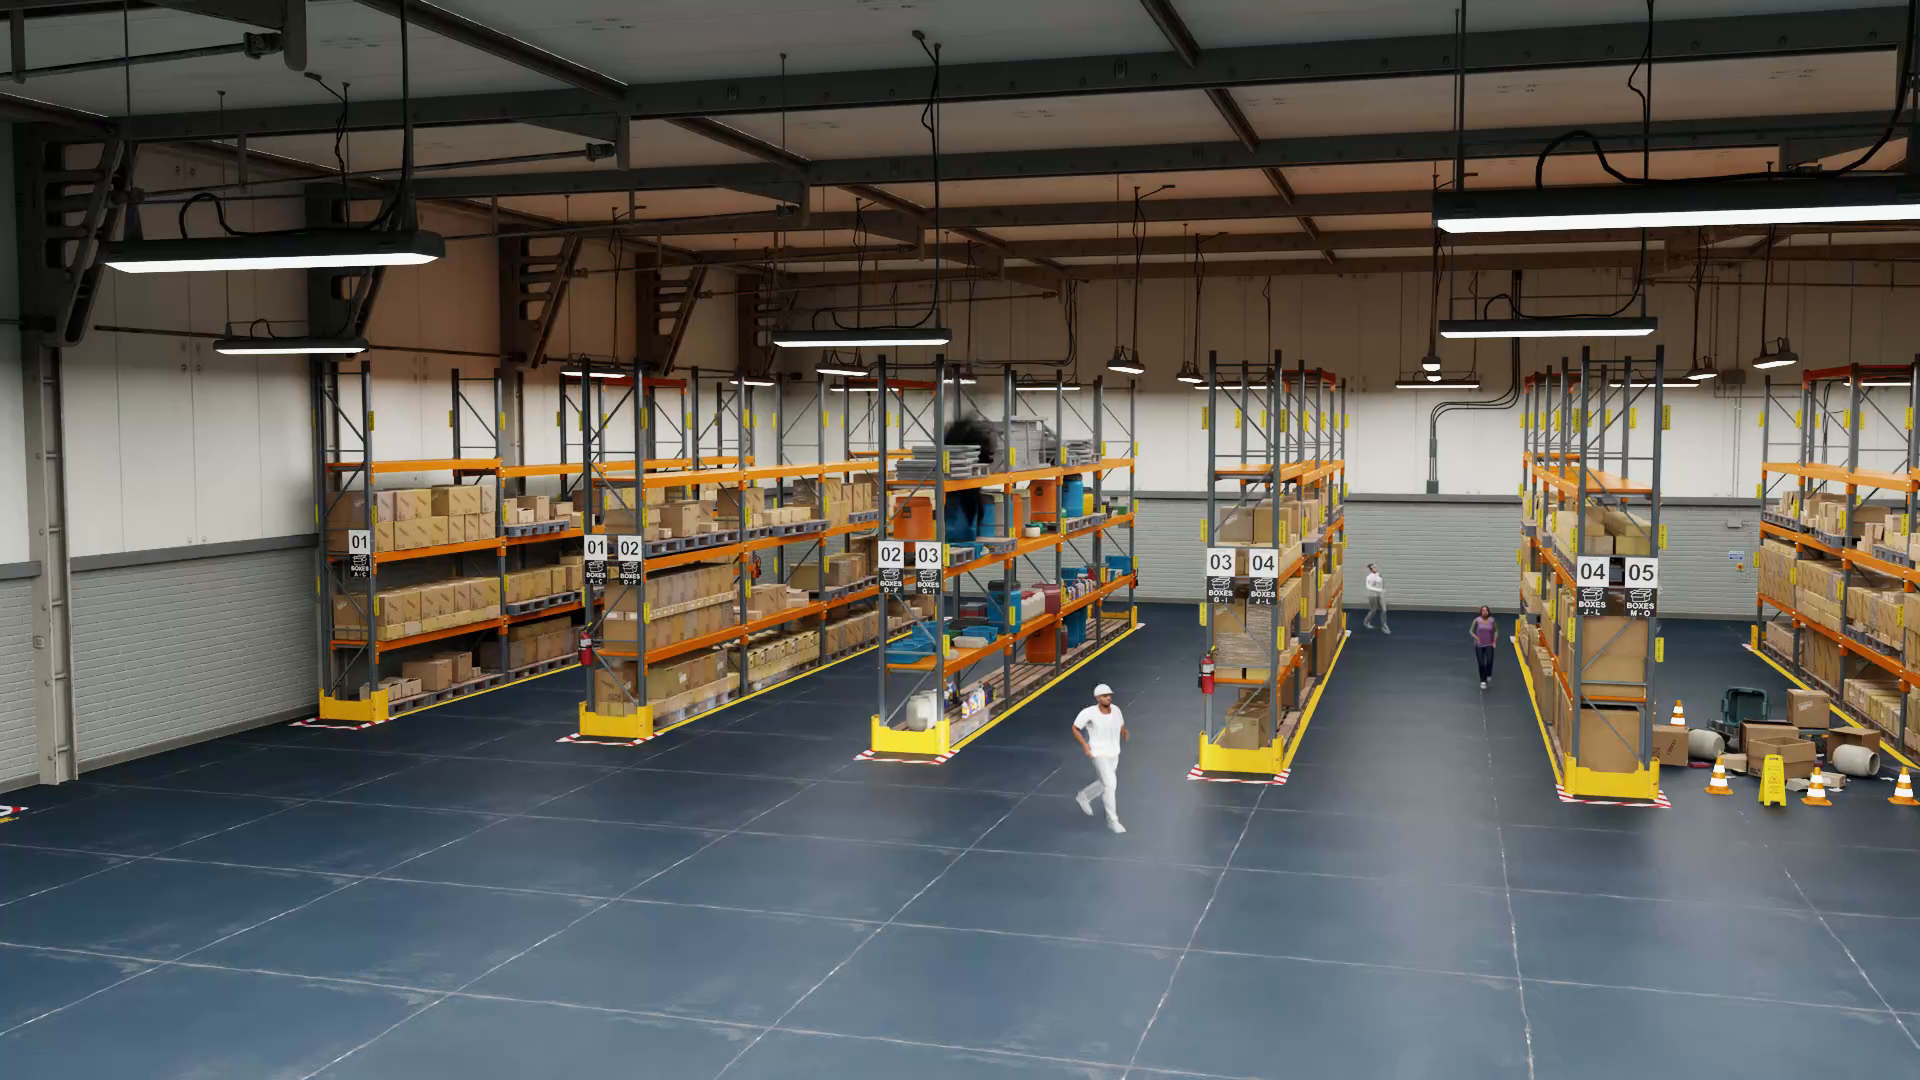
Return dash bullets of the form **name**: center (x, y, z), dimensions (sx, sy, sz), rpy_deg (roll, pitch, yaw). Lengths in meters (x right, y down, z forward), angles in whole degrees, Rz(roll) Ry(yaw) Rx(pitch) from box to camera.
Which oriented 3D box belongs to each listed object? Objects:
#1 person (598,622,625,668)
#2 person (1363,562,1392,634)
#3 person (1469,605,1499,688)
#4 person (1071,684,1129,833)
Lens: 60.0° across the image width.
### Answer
- **person**: center (-6.109, 2.099, 29.403), dimensions (0.638, 1.712, 0.767), rpy_deg (1, 4, 16)
- **person**: center (9.795, 1.359, 39.389), dimensions (0.605, 1.708, 0.792), rpy_deg (-3, 5, -35)
- **person**: center (9.796, 1.997, 31.088), dimensions (0.538, 1.564, 0.536), rpy_deg (1, 4, 15)
- **person**: center (1.770, 2.654, 20.543), dimensions (0.685, 1.776, 0.905), rpy_deg (-3, 5, -36)
